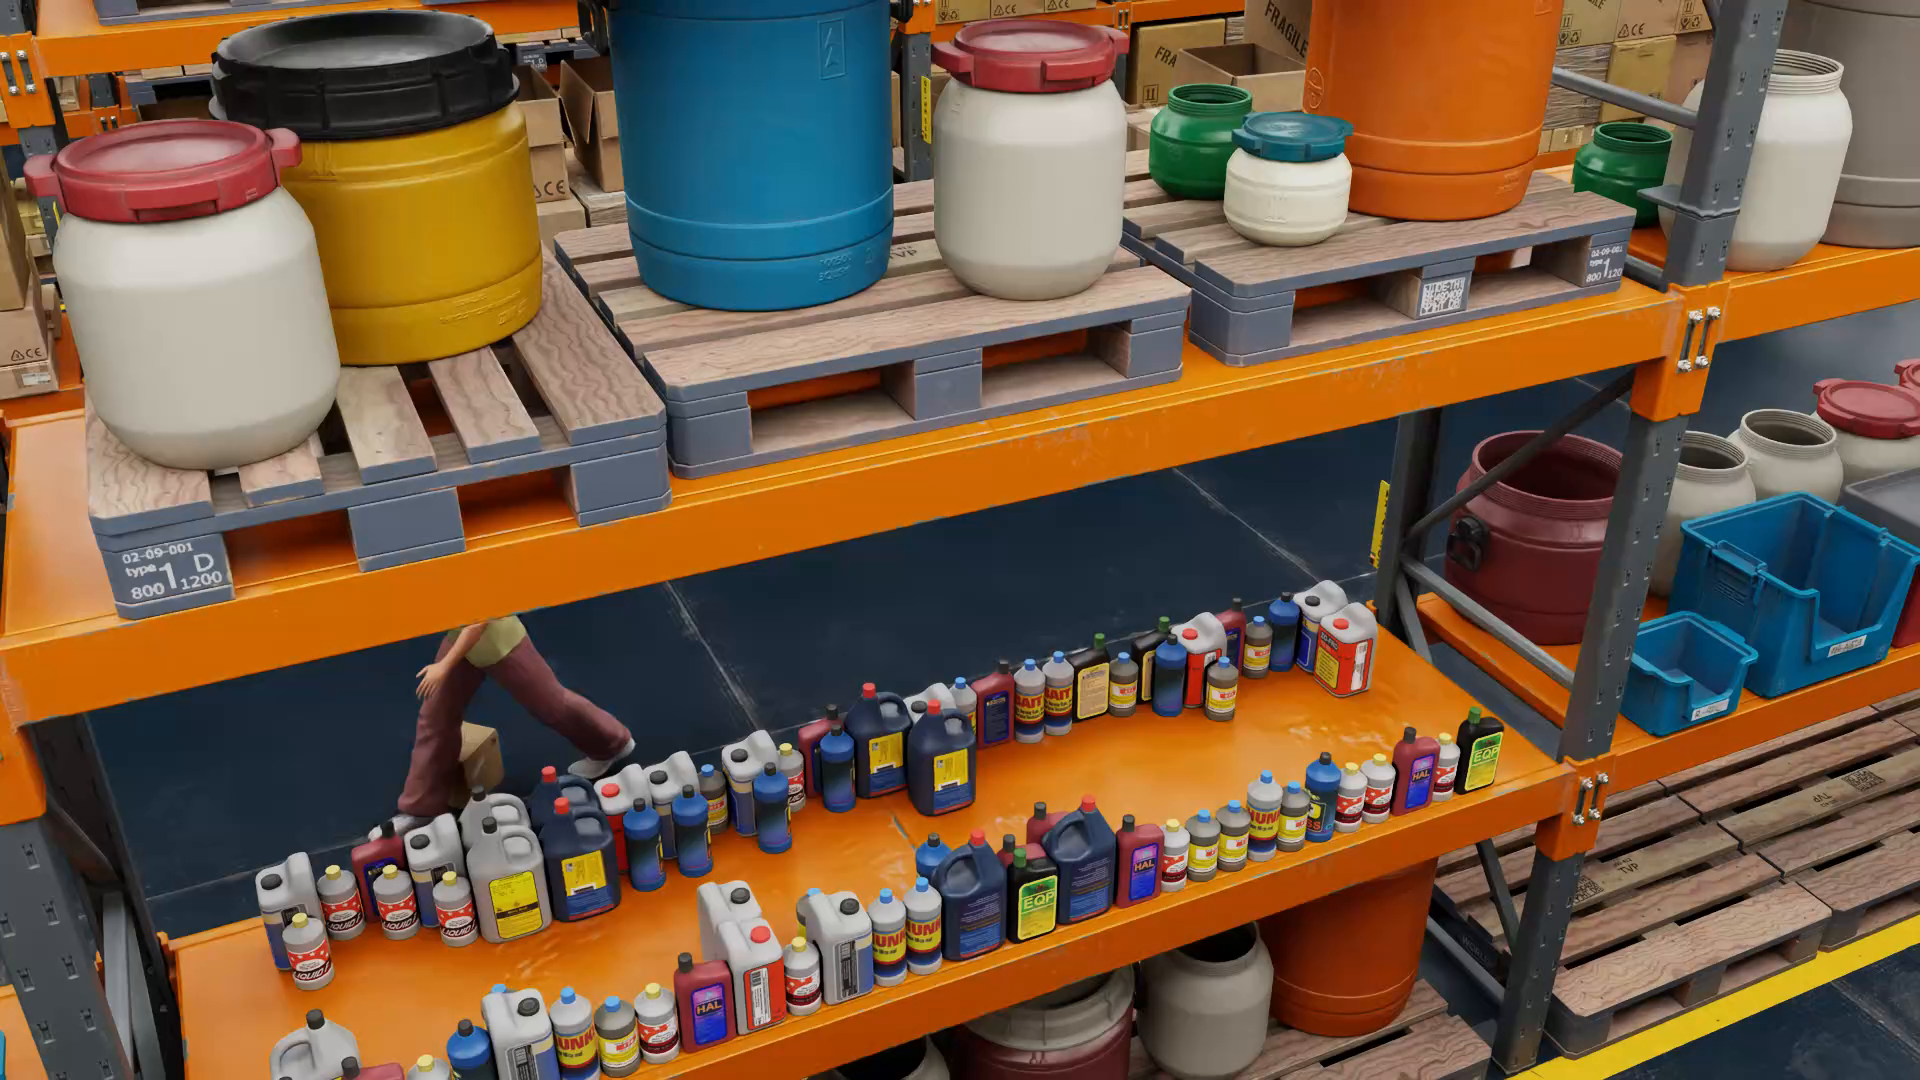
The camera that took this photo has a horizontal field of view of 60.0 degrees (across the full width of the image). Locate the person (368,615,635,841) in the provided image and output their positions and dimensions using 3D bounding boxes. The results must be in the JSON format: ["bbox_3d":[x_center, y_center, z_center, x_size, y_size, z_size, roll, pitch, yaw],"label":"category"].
[{"bbox_3d":[-1.875,0.382,6.491,1.110,1.605,0.542,-19,35,-30],"label":"person"}]
